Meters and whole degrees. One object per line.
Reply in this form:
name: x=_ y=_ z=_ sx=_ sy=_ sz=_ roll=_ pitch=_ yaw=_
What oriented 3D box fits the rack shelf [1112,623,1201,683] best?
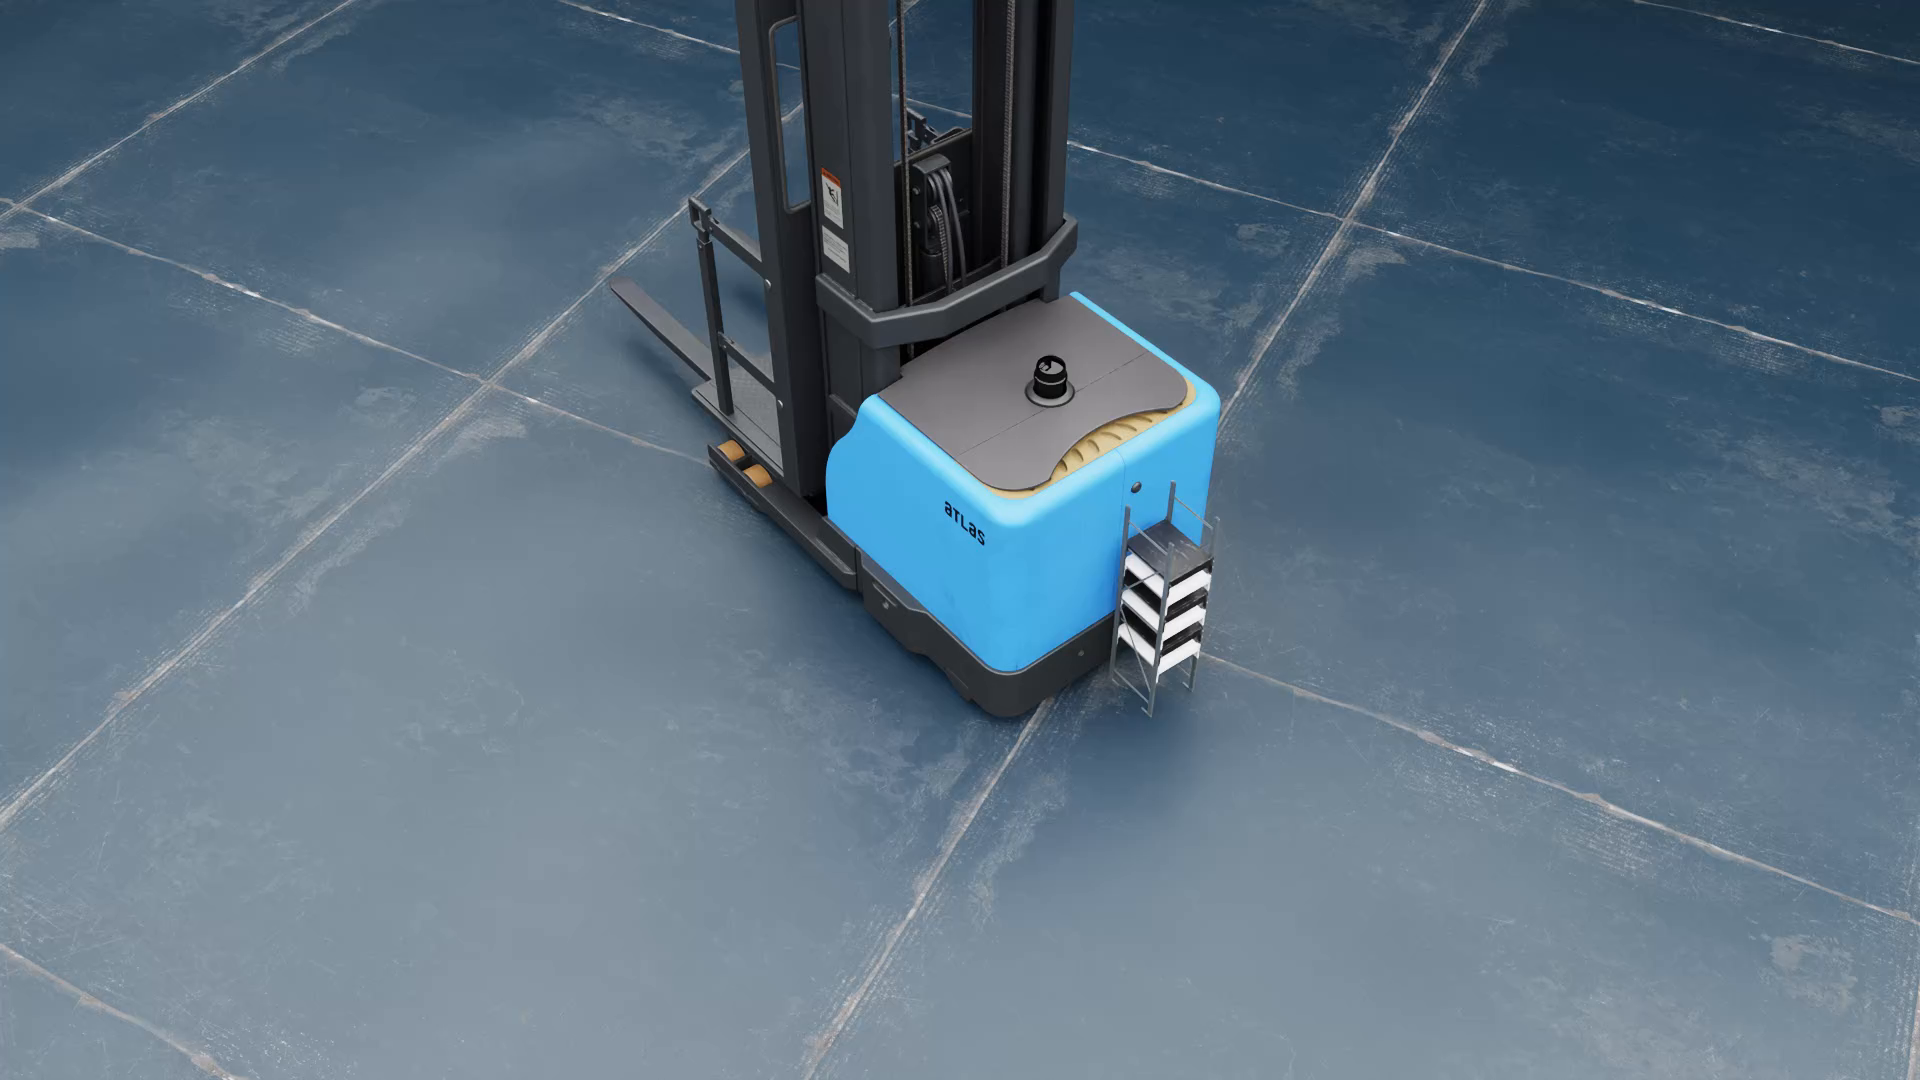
rack shelf: x=0.713 y=0.373 z=6.048 sx=0.200 sy=0.077 sz=0.258 roll=-28 pitch=51 yaw=-25

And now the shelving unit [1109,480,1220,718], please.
shelving unit: x=0.713 y=0.223 z=5.897 sx=0.210 sy=0.900 sz=0.258 roll=-28 pitch=51 yaw=-25

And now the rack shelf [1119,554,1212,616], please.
rack shelf: x=0.713 y=0.120 z=5.792 sx=0.200 sy=0.077 sz=0.258 roll=-28 pitch=51 yaw=-25

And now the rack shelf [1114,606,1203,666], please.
rack shelf: x=0.713 y=0.310 z=5.984 sx=0.200 sy=0.077 sz=0.258 roll=-28 pitch=51 yaw=-25

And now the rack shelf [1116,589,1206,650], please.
rack shelf: x=0.713 y=0.247 z=5.920 sx=0.200 sy=0.077 sz=0.258 roll=-28 pitch=51 yaw=-25

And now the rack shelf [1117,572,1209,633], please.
rack shelf: x=0.713 y=0.183 z=5.856 sx=0.200 sy=0.077 sz=0.258 roll=-28 pitch=51 yaw=-25

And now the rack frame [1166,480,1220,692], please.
rack frame: x=0.795 y=0.180 z=5.939 sx=0.006 sy=0.900 sz=0.240 roll=-28 pitch=51 yaw=-25

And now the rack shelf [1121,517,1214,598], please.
rack shelf: x=0.713 y=0.057 z=5.728 sx=0.200 sy=0.077 sz=0.258 roll=-28 pitch=51 yaw=-25

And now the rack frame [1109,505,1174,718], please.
rack frame: x=0.631 y=0.266 z=5.854 sx=0.006 sy=0.900 sz=0.240 roll=-28 pitch=51 yaw=-25

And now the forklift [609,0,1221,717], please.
forklift: x=-0.397 y=-1.377 z=6.051 sx=1.130 sy=2.935 sz=3.031 roll=-30 pitch=53 yaw=-26
